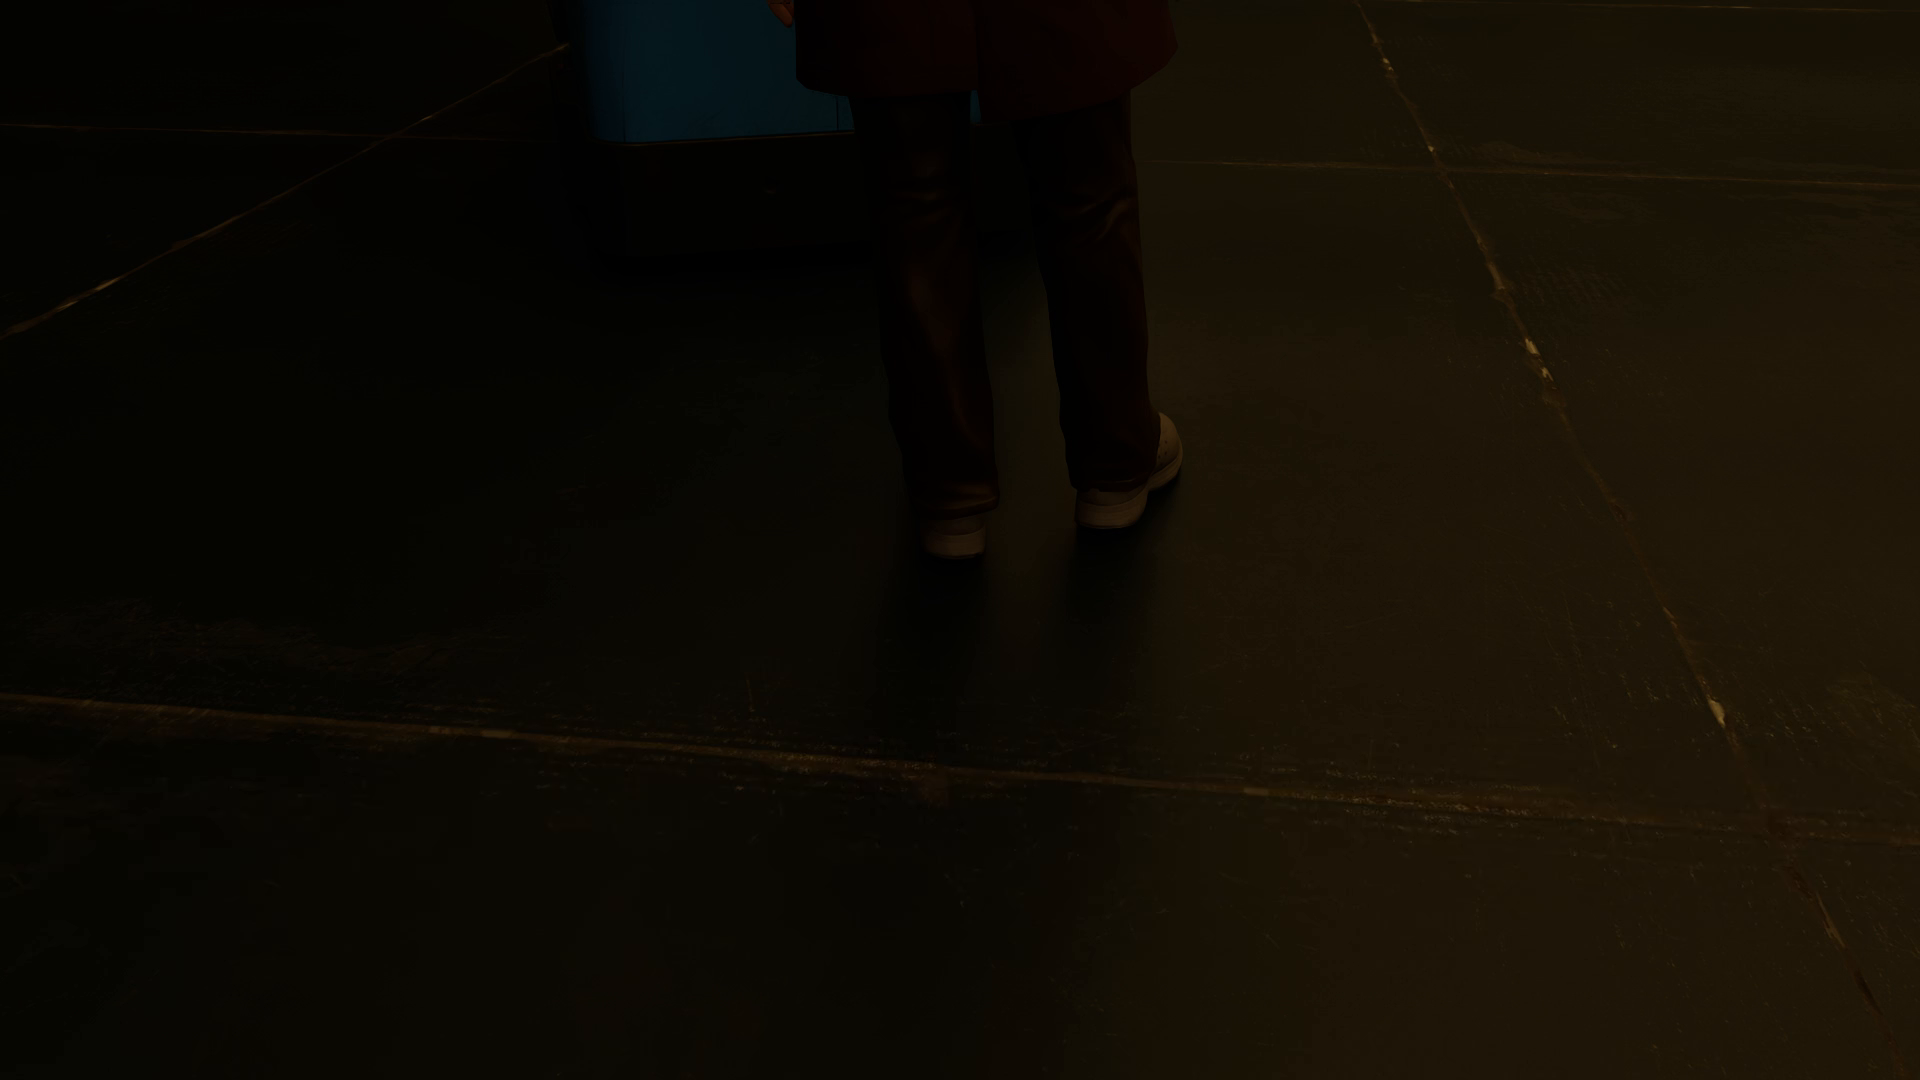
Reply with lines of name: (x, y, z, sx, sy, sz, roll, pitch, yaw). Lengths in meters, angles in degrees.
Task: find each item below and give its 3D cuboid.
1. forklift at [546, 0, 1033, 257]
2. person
forklift: (-0.634, -2.553, 4.334, 1.130, 2.935, 3.031, -7, 27, -13)
person: (0.016, -0.842, 2.181, 0.696, 1.777, 0.579, 3, 27, 7)
